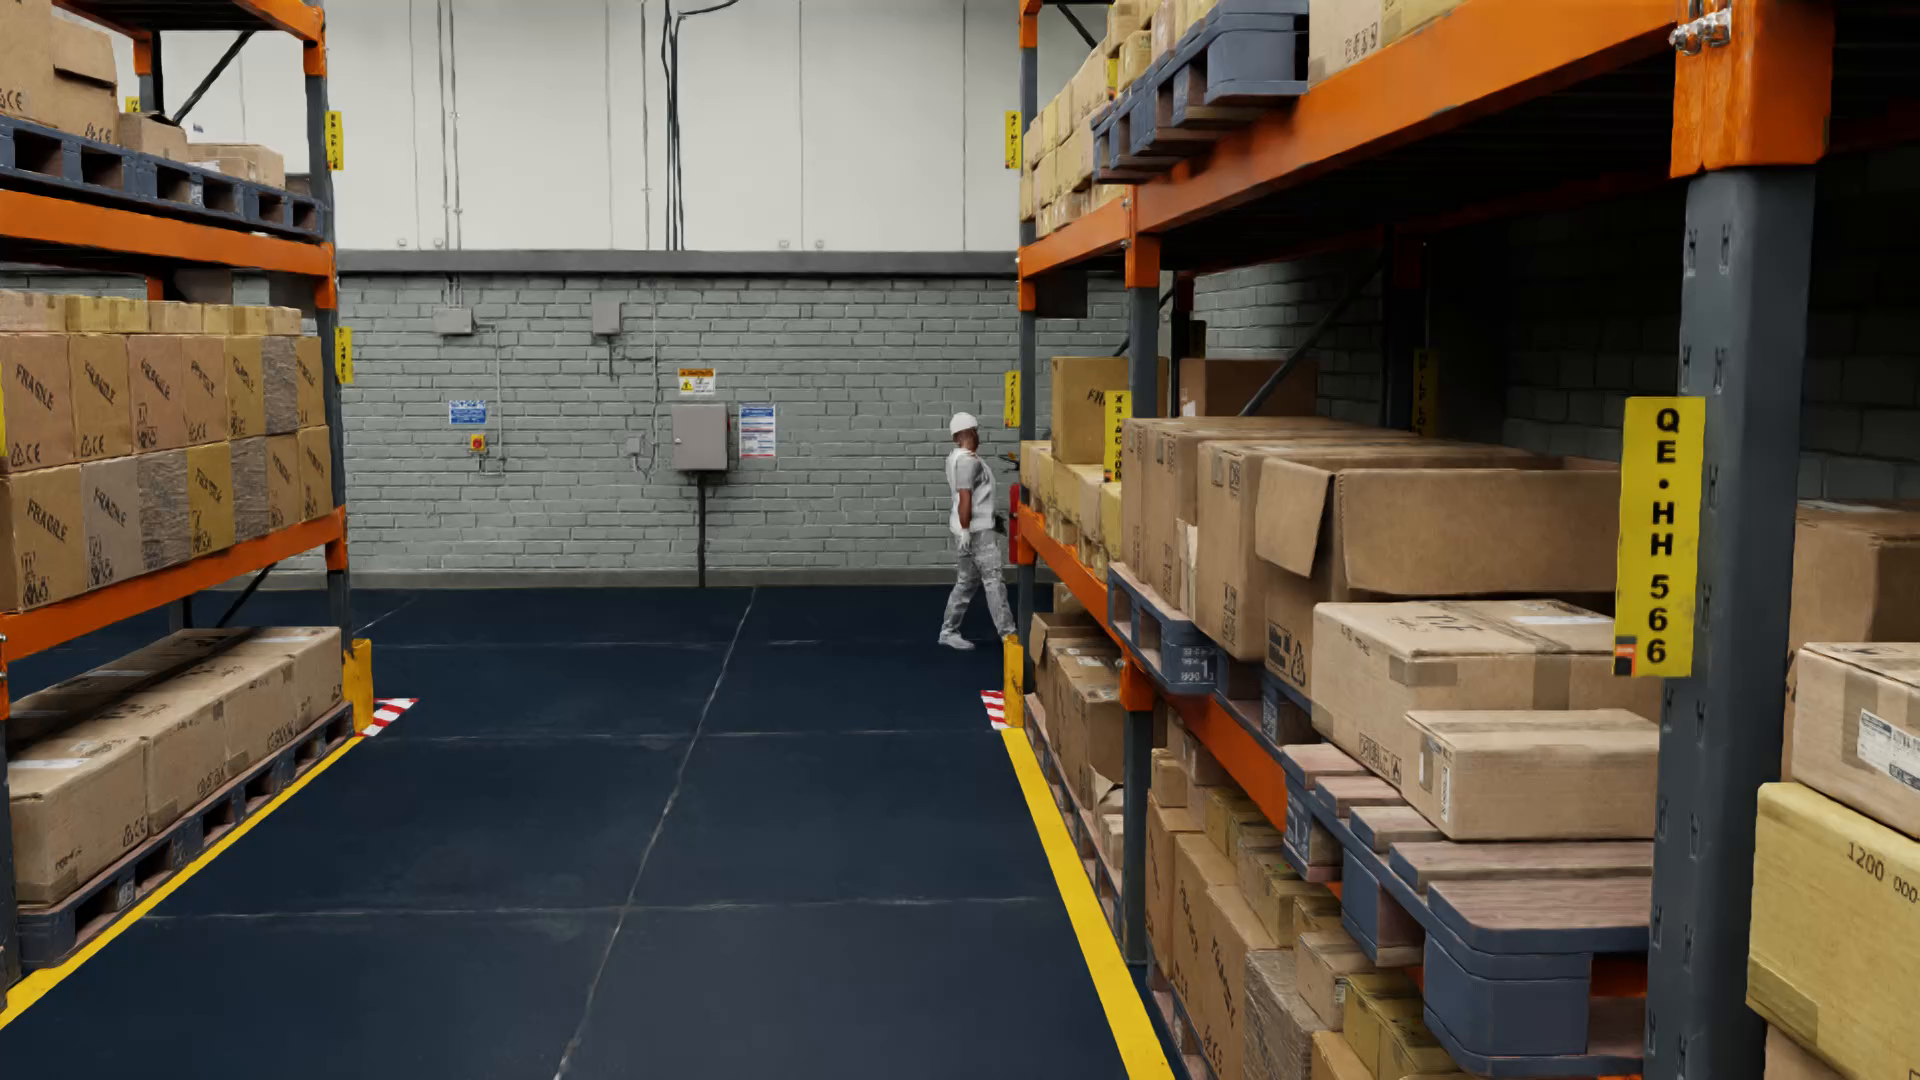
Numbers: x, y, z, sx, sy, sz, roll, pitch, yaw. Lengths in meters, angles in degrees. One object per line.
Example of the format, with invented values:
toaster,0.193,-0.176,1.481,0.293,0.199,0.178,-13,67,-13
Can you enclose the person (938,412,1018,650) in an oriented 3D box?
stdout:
person,0.223,-0.045,12.227,0.699,1.760,0.719,-1,7,-10
